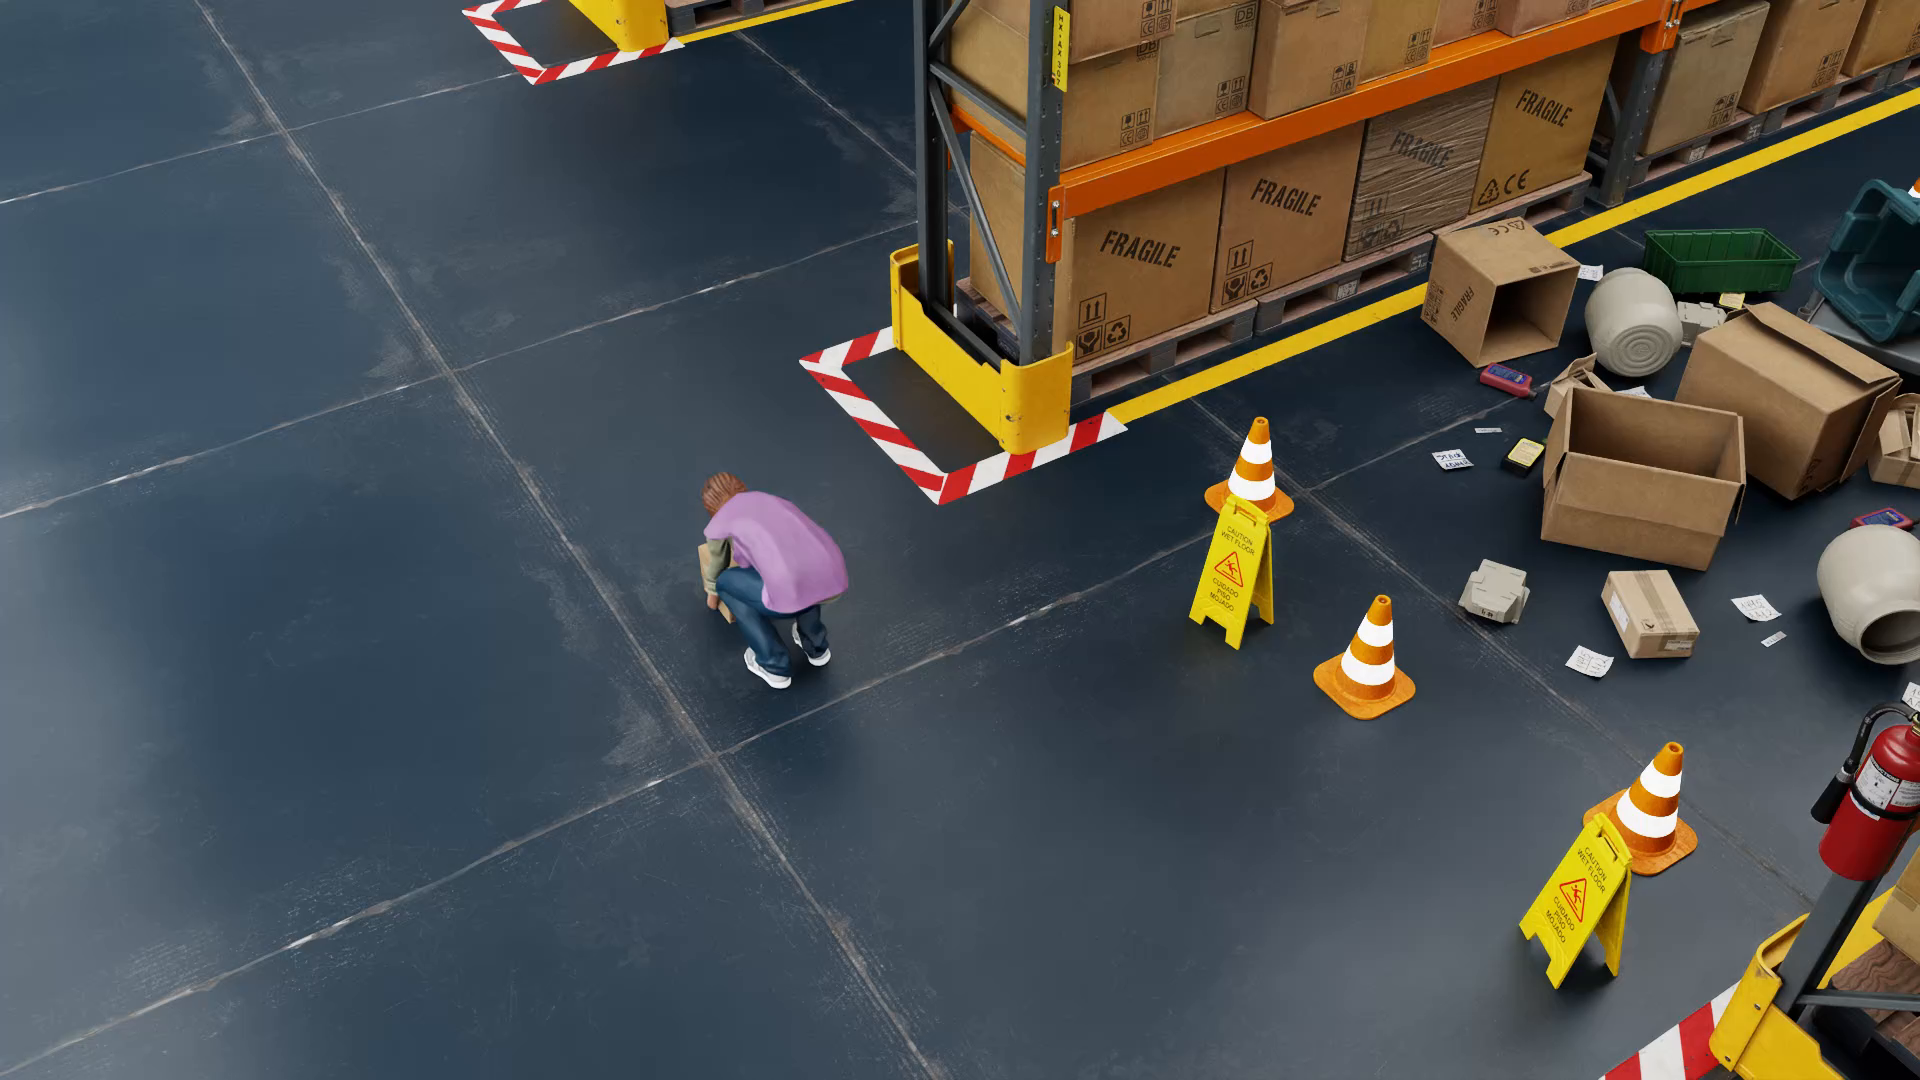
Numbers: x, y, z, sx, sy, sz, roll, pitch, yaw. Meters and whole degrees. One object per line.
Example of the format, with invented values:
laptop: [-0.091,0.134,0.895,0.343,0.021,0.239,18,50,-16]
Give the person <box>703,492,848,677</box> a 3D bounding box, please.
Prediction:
person: [-0.727,0.155,6.579,0.425,0.674,0.732,-24,47,-25]
